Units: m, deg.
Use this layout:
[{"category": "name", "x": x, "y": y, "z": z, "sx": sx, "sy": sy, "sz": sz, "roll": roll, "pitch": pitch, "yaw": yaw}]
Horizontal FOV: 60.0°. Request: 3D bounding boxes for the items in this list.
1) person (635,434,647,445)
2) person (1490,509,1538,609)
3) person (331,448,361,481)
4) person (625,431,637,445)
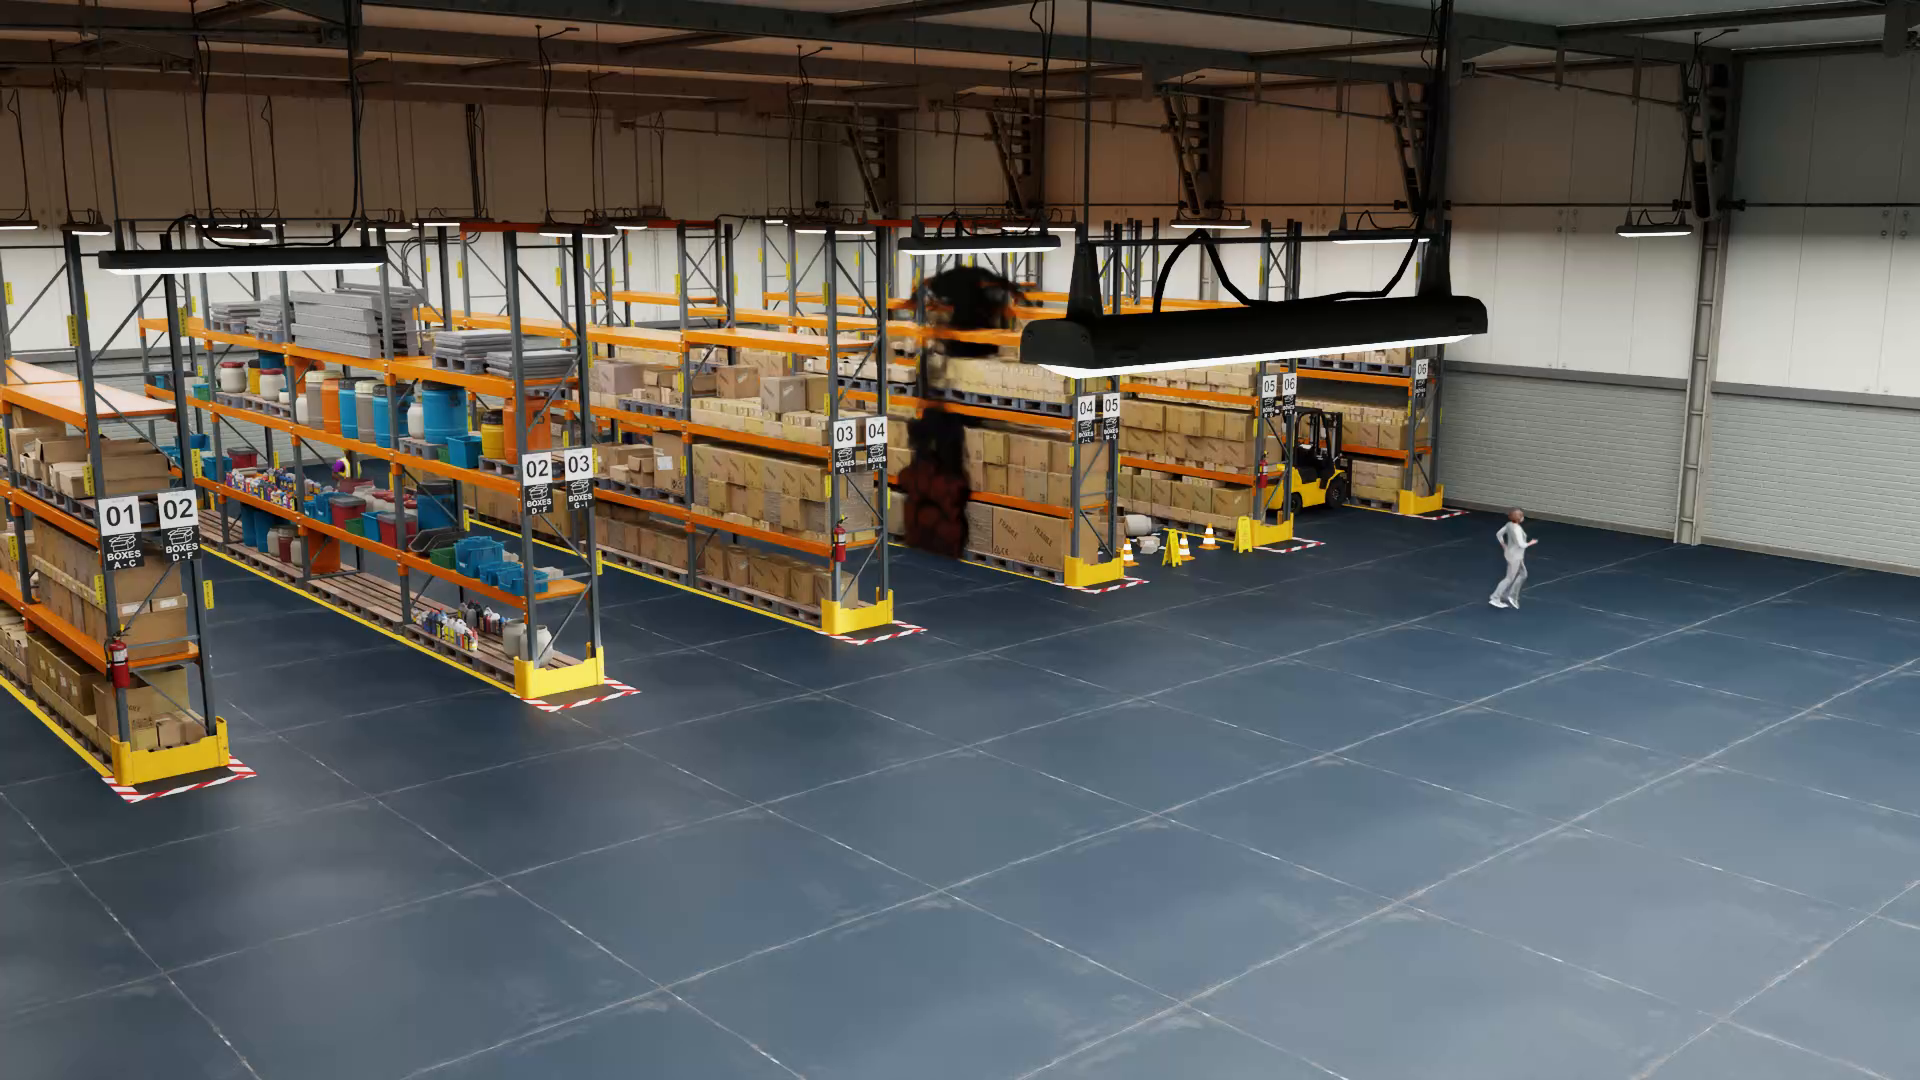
[{"category": "person", "x": -8.295, "y": -3.013, "z": 42.604, "sx": 0.580, "sy": 1.669, "sz": 0.880, "roll": 6, "pitch": 13, "yaw": 26}, {"category": "person", "x": 8.753, "y": 0.321, "z": 26.266, "sx": 0.684, "sy": 1.647, "sz": 0.526, "roll": 1, "pitch": 11, "yaw": 6}, {"category": "person", "x": -11.919, "y": -1.002, "z": 32.444, "sx": 0.815, "sy": 1.764, "sz": 0.690, "roll": 8, "pitch": 14, "yaw": 34}, {"category": "person", "x": -8.158, "y": -2.744, "z": 41.465, "sx": 0.670, "sy": 1.620, "sz": 0.651, "roll": 3, "pitch": 12, "yaw": 13}]
